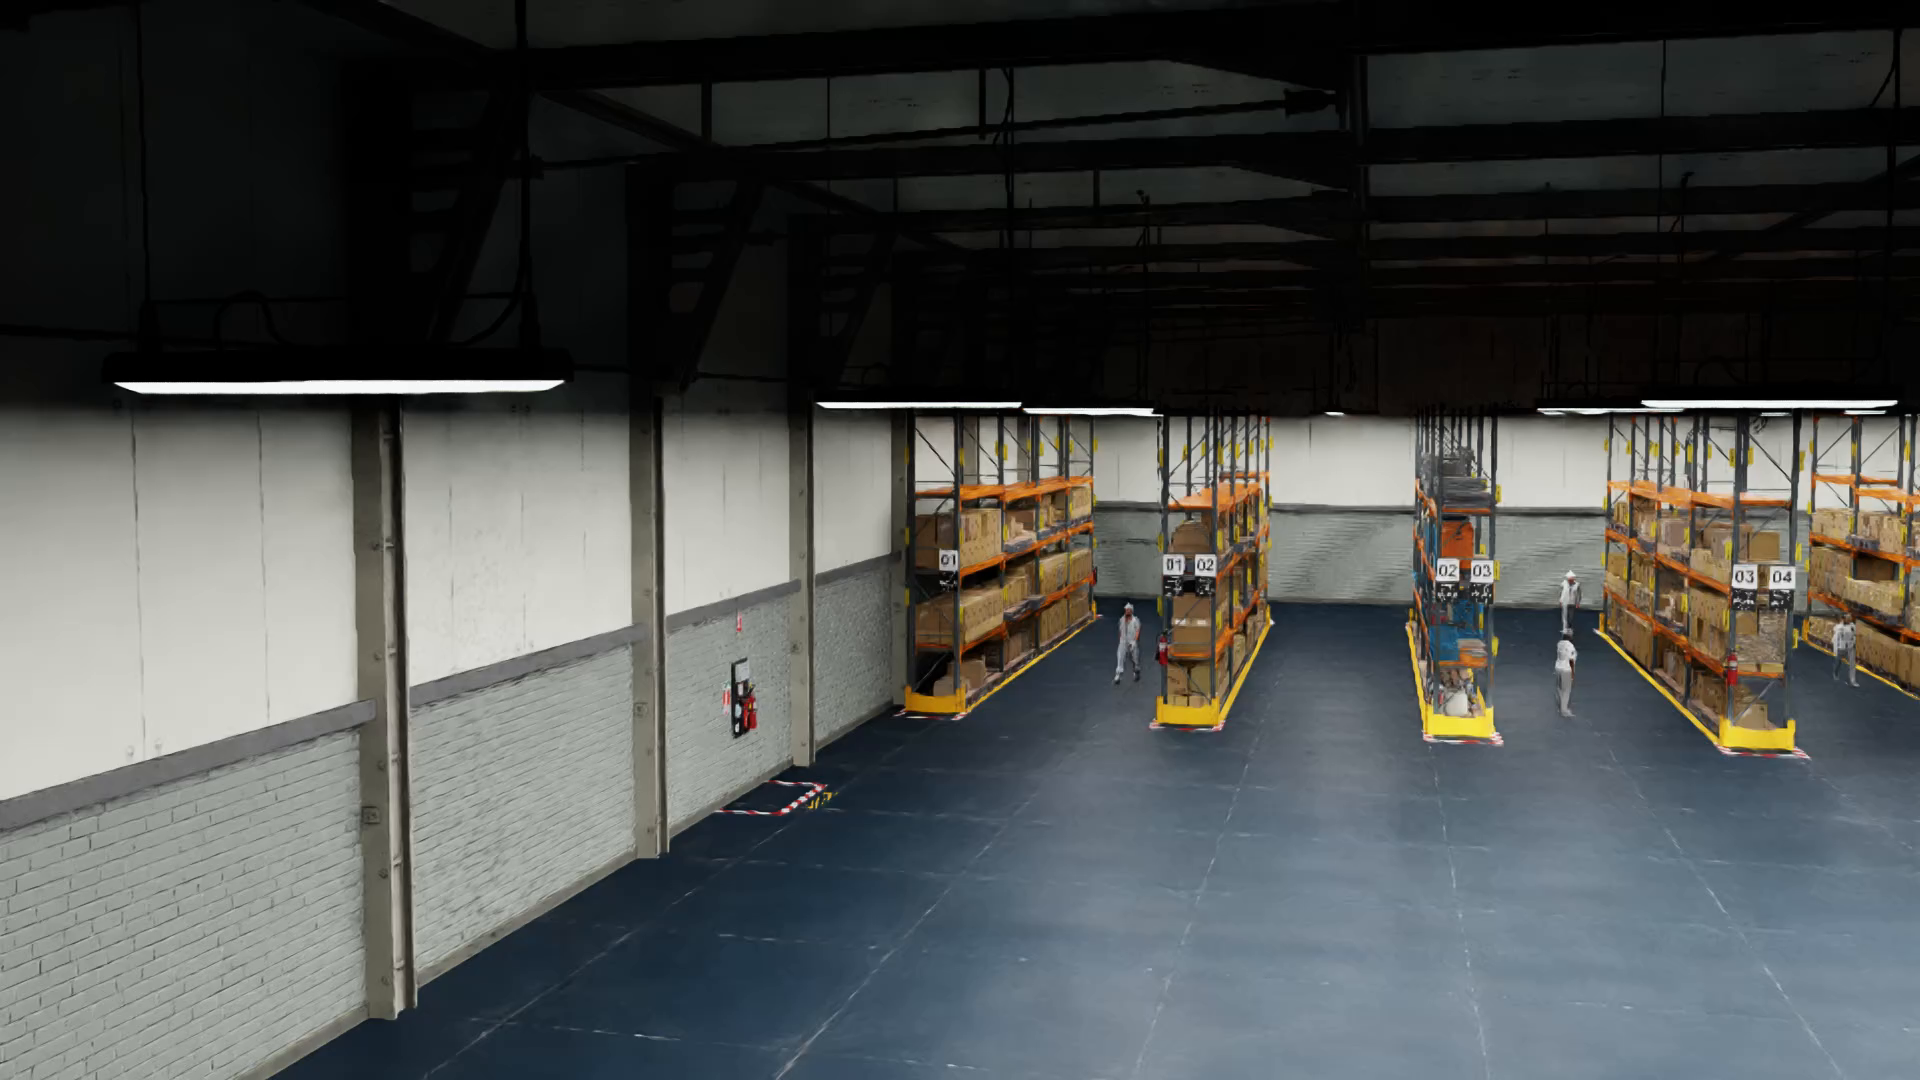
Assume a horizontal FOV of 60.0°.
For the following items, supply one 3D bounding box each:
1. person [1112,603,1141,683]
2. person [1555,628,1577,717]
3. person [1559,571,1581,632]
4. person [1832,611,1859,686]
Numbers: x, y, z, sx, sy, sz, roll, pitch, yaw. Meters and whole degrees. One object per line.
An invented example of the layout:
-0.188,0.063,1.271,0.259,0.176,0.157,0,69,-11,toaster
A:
3.646,2.225,35.961,0.535,1.725,1.024,2,5,23,person
11.713,2.538,32.062,0.440,1.683,0.552,-1,4,-14,person
16.175,1.655,44.080,0.543,1.700,1.119,1,4,12,person
19.012,2.308,35.733,0.495,1.589,1.086,1,4,16,person
